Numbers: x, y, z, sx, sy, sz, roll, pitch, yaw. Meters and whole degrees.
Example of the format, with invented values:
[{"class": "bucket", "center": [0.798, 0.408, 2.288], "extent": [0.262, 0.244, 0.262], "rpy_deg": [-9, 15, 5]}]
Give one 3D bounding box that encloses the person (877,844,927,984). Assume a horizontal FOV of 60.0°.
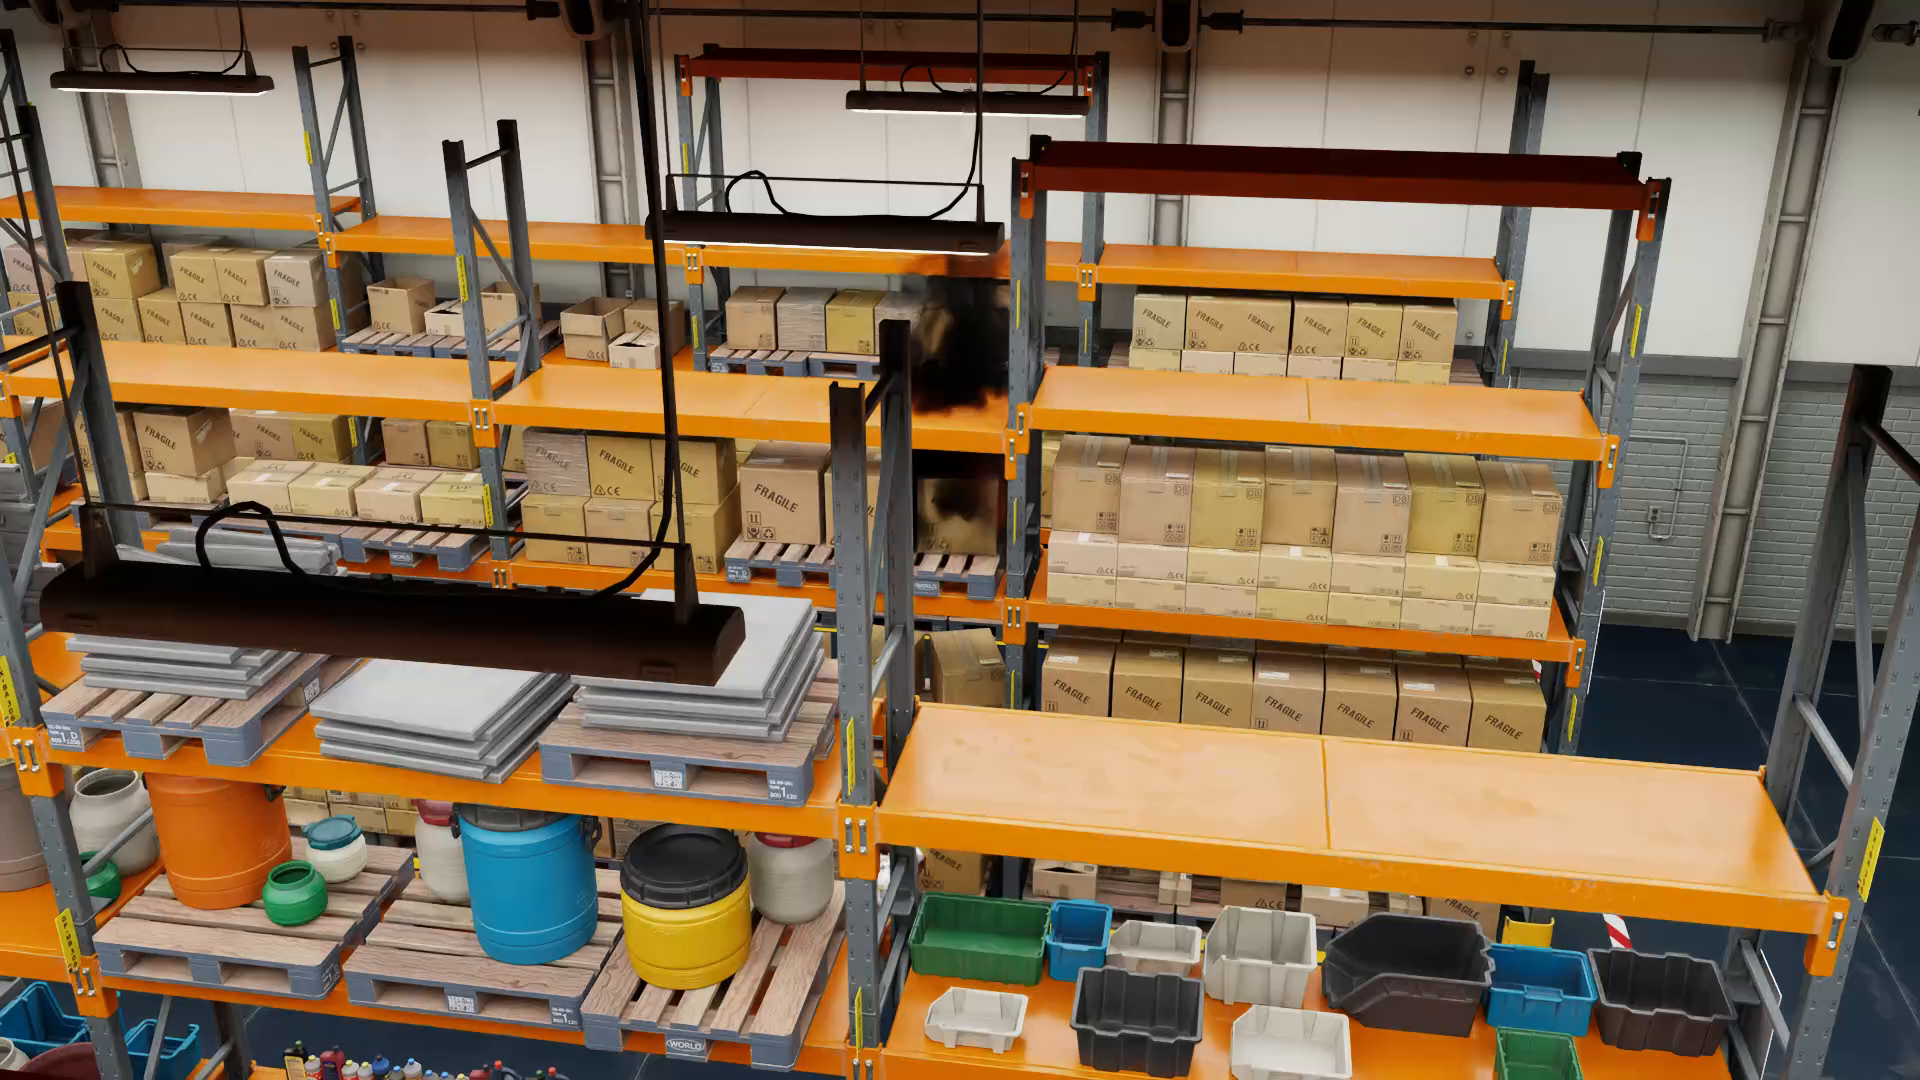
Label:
[{"class": "person", "center": [-0.478, 2.614, 11.267], "extent": [0.826, 1.732, 0.575], "rpy_deg": [0, 23, 0]}]
